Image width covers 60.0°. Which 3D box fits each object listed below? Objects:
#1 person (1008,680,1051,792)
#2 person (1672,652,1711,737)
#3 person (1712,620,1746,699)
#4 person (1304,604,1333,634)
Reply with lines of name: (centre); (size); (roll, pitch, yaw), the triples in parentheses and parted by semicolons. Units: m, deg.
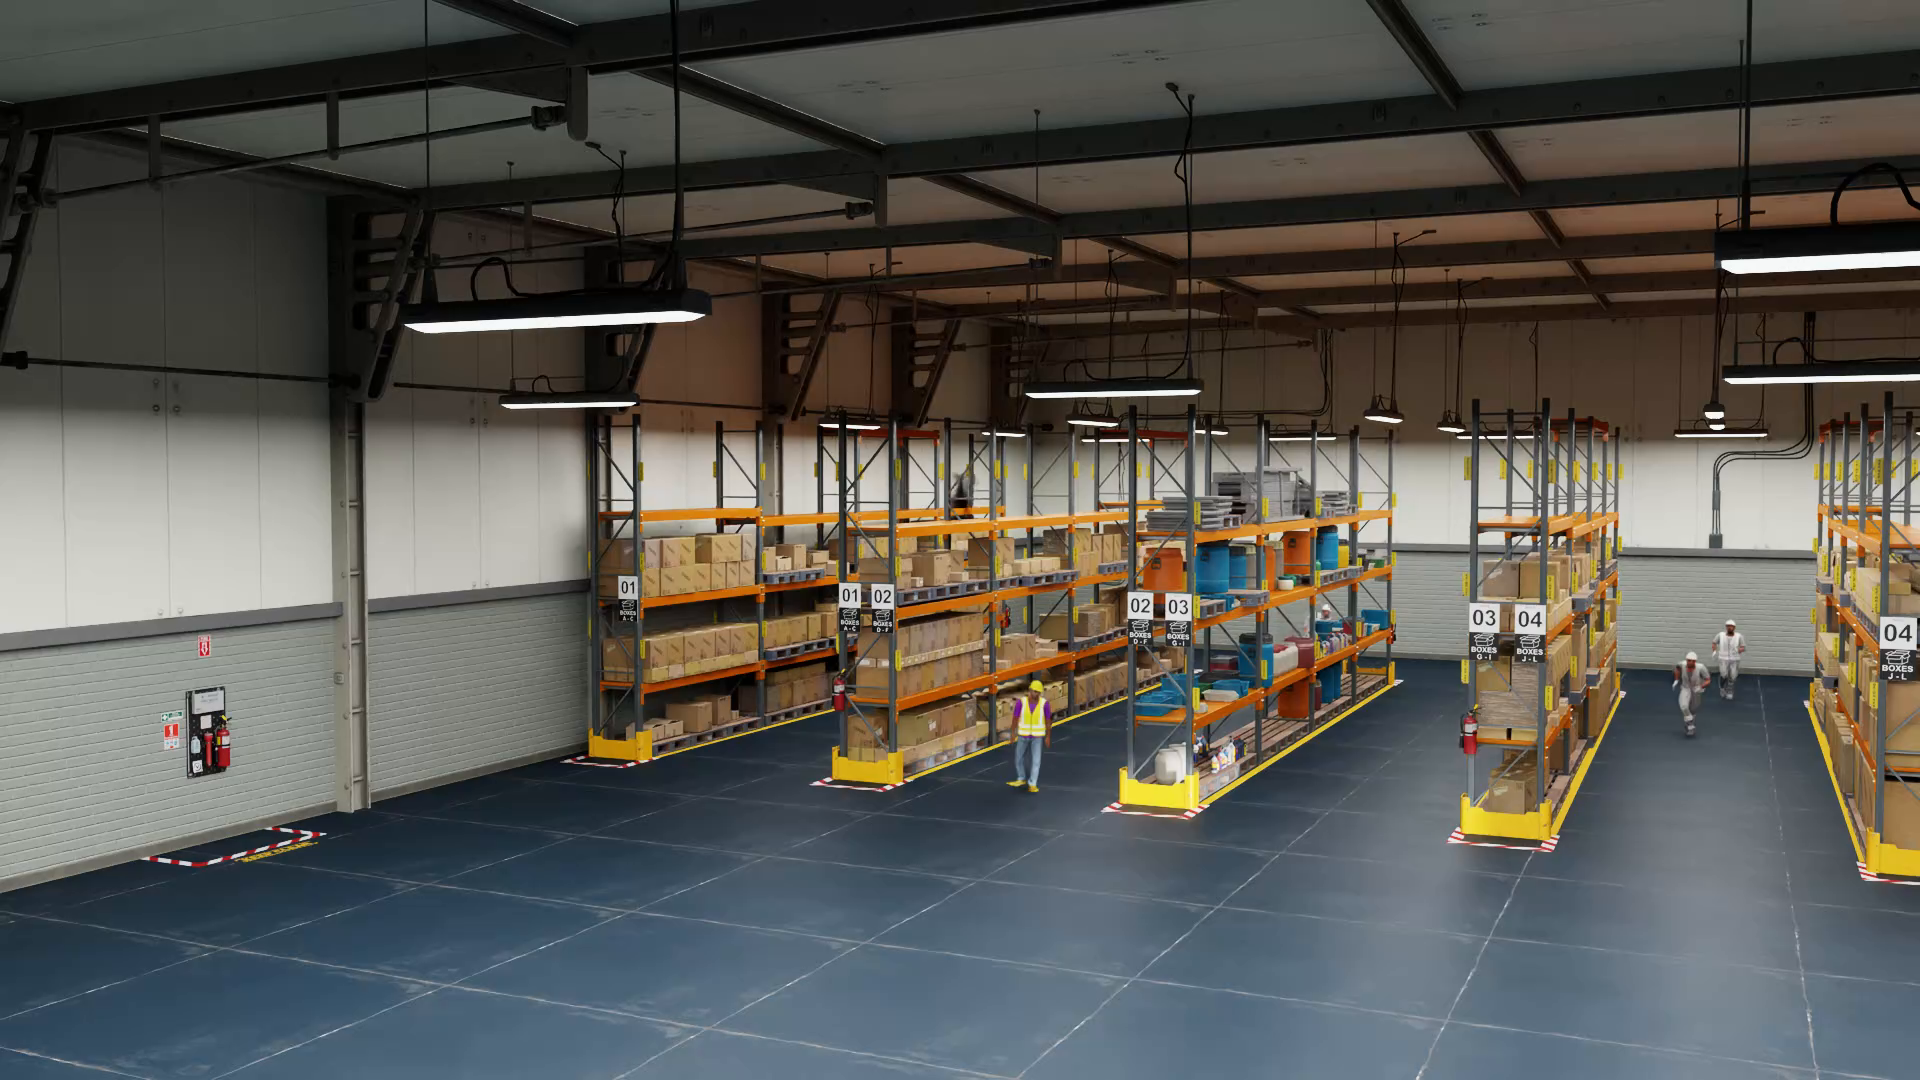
person: (1.088, 3.054, 26.013); (0.673, 1.748, 0.489); (0, 2, 6)
person: (13.961, 2.893, 31.714); (0.687, 1.609, 1.136); (1, 3, 29)
person: (16.792, 2.620, 36.305); (0.667, 1.736, 0.655); (1, 2, 20)
person: (9.136, 2.415, 42.742); (0.644, 1.586, 1.100); (-2, 3, -33)
